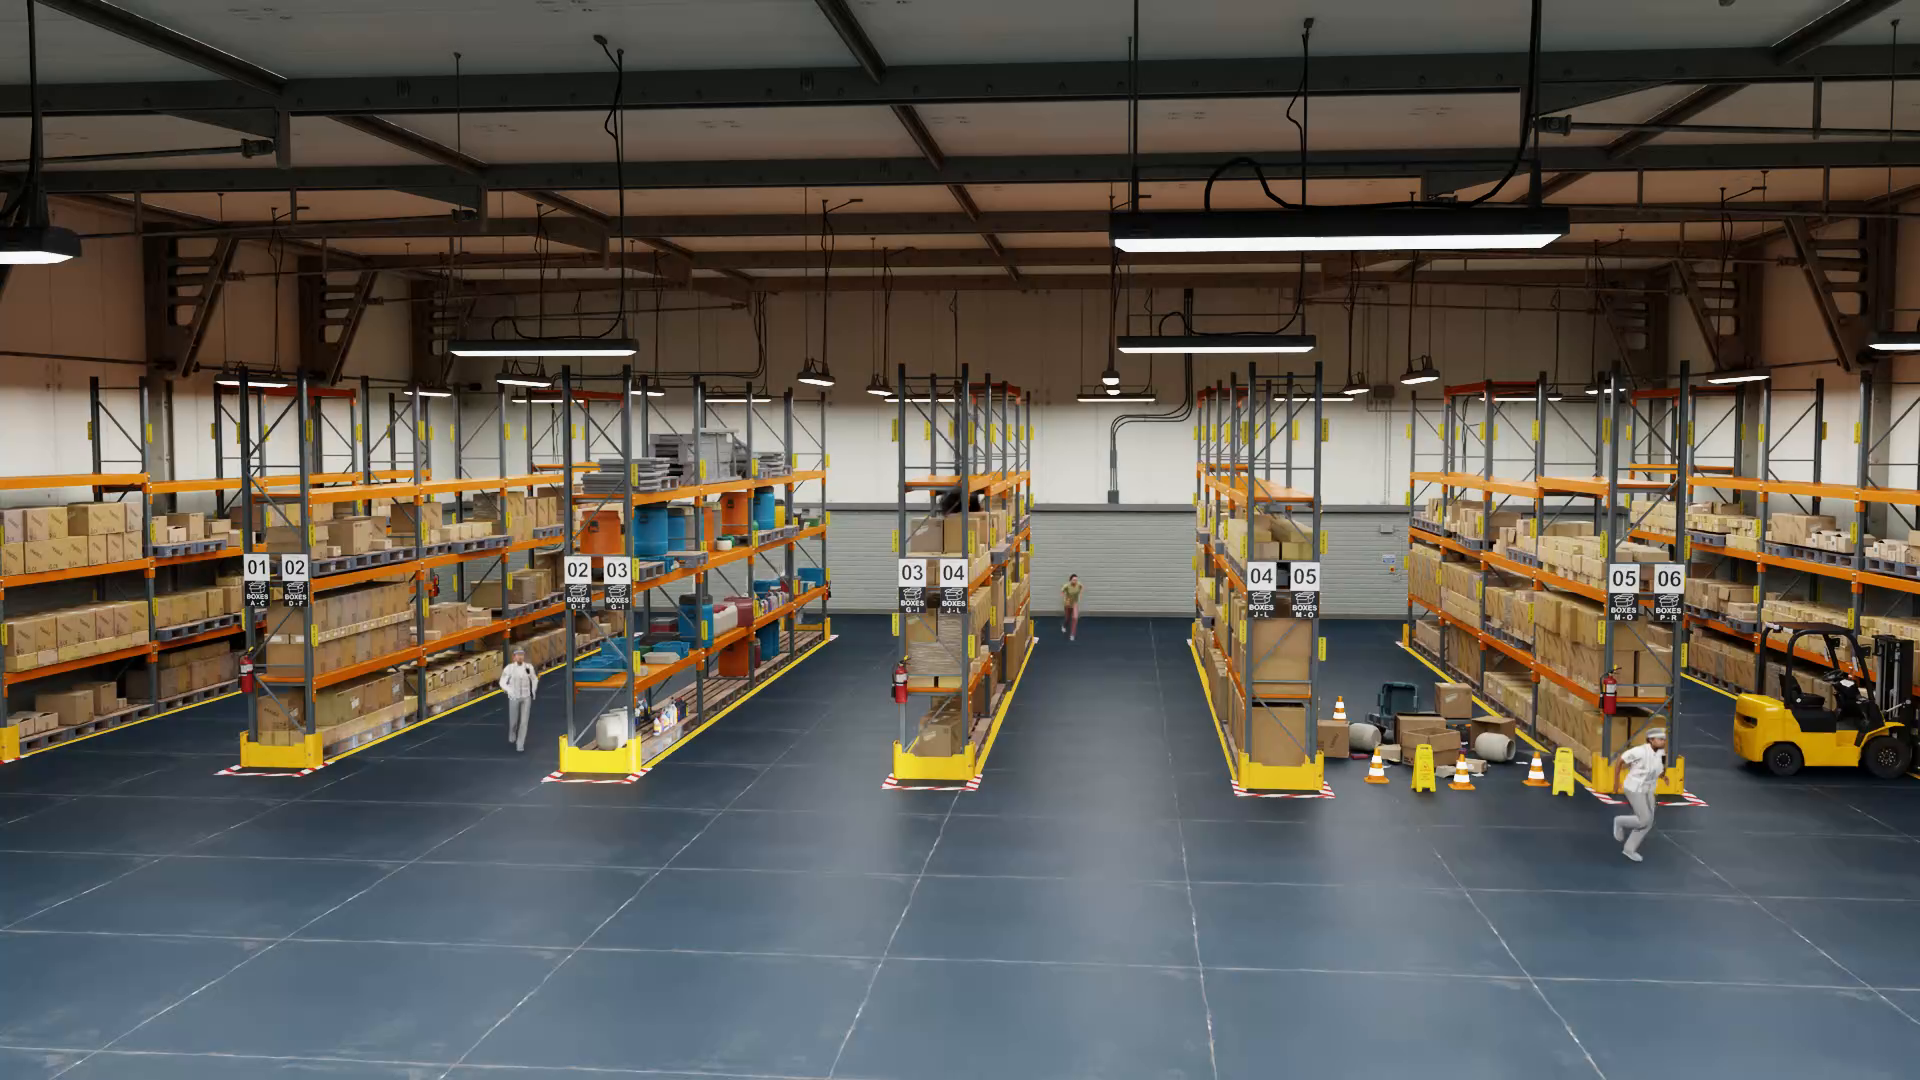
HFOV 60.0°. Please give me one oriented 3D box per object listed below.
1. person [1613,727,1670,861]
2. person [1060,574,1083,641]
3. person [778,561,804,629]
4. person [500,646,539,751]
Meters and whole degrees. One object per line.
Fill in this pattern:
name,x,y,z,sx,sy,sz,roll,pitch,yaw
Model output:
person,8.014,2.962,19.524,0.562,1.620,0.689,-2,4,-30
person,2.688,1.614,40.645,0.604,1.624,0.990,-1,4,-17
person,-4.258,1.423,41.955,0.900,1.846,0.657,1,4,17
person,-6.962,2.487,26.293,0.609,1.654,0.611,-2,4,-23
